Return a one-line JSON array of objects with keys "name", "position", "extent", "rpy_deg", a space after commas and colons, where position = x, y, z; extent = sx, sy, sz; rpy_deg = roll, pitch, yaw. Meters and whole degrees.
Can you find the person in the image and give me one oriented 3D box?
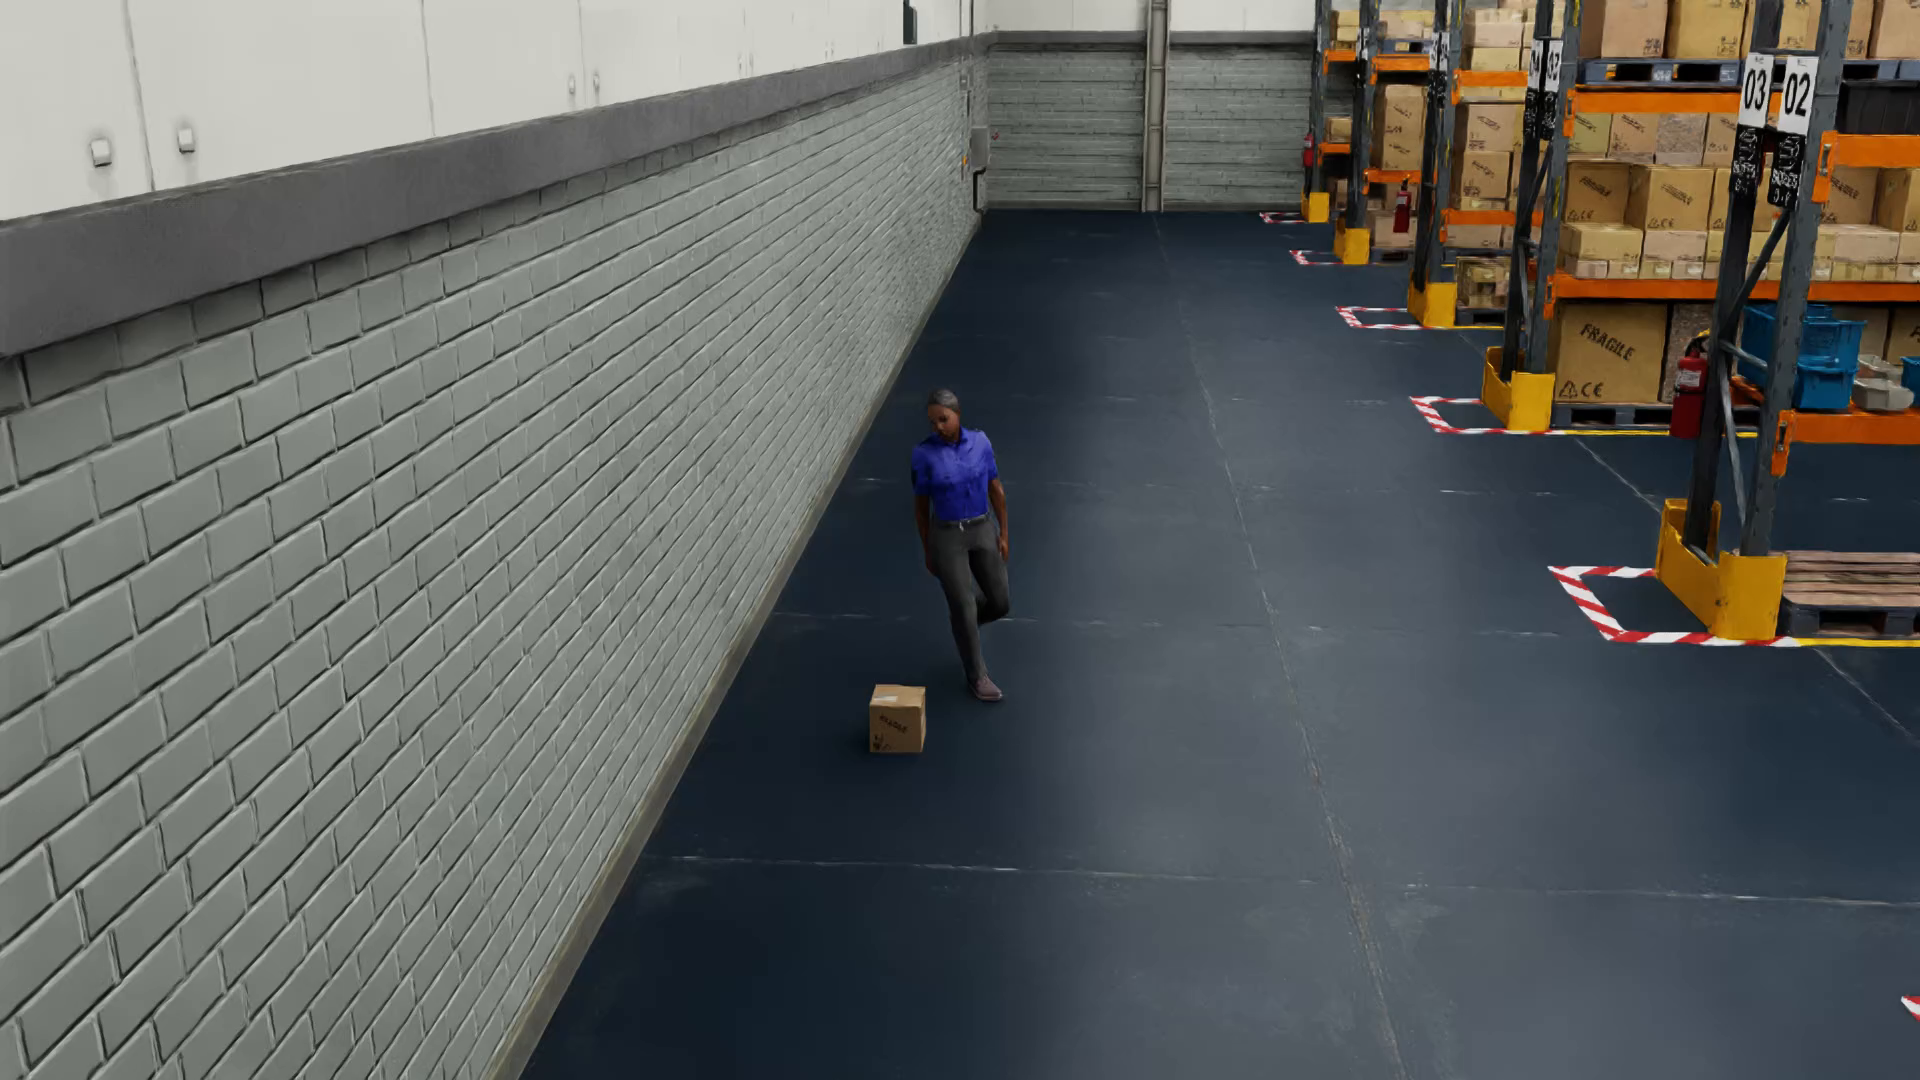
[{"name": "person", "position": [-0.013, -0.008, 8.616], "extent": [0.504, 1.629, 0.622], "rpy_deg": [-7, 19, -20]}]
